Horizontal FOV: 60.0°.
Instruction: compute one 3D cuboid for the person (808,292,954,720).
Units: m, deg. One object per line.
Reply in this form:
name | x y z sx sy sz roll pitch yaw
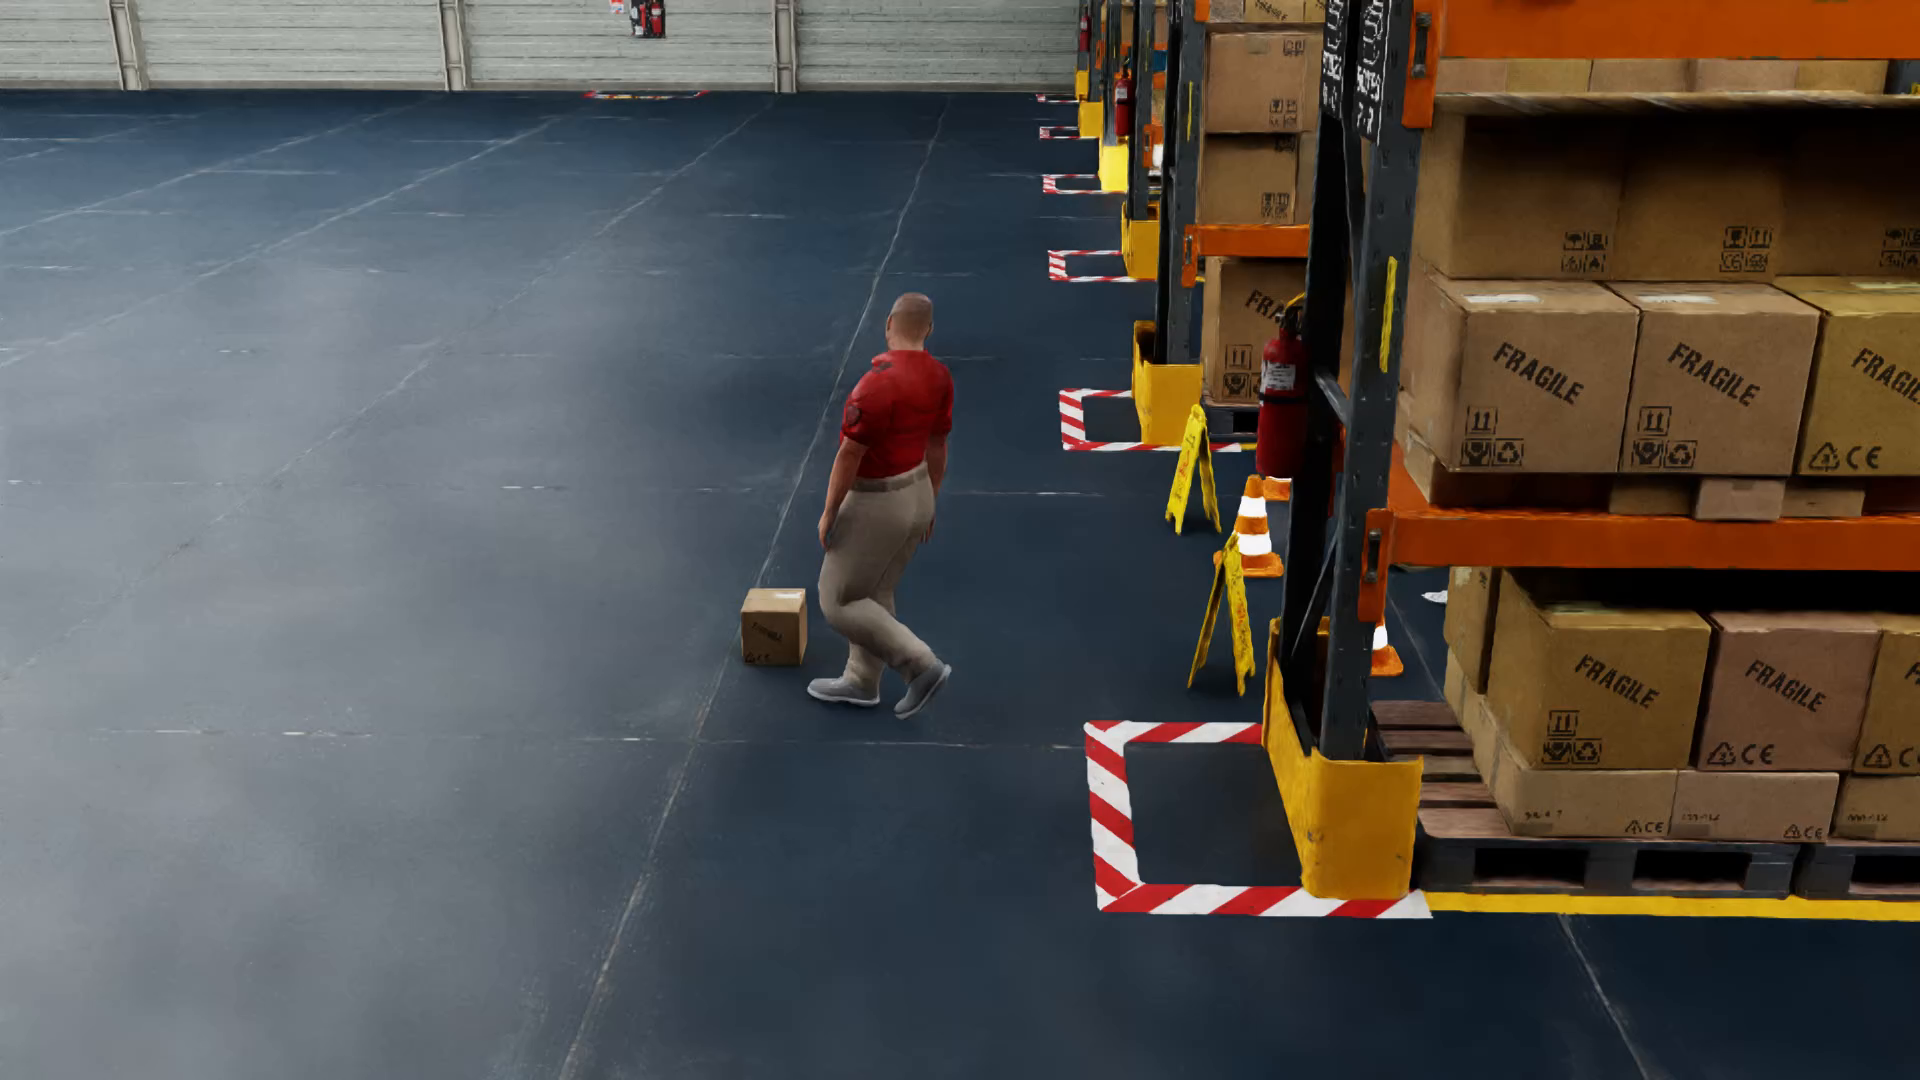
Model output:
person | -0.298 -0.118 6.458 0.707 1.707 0.562 11 23 27
